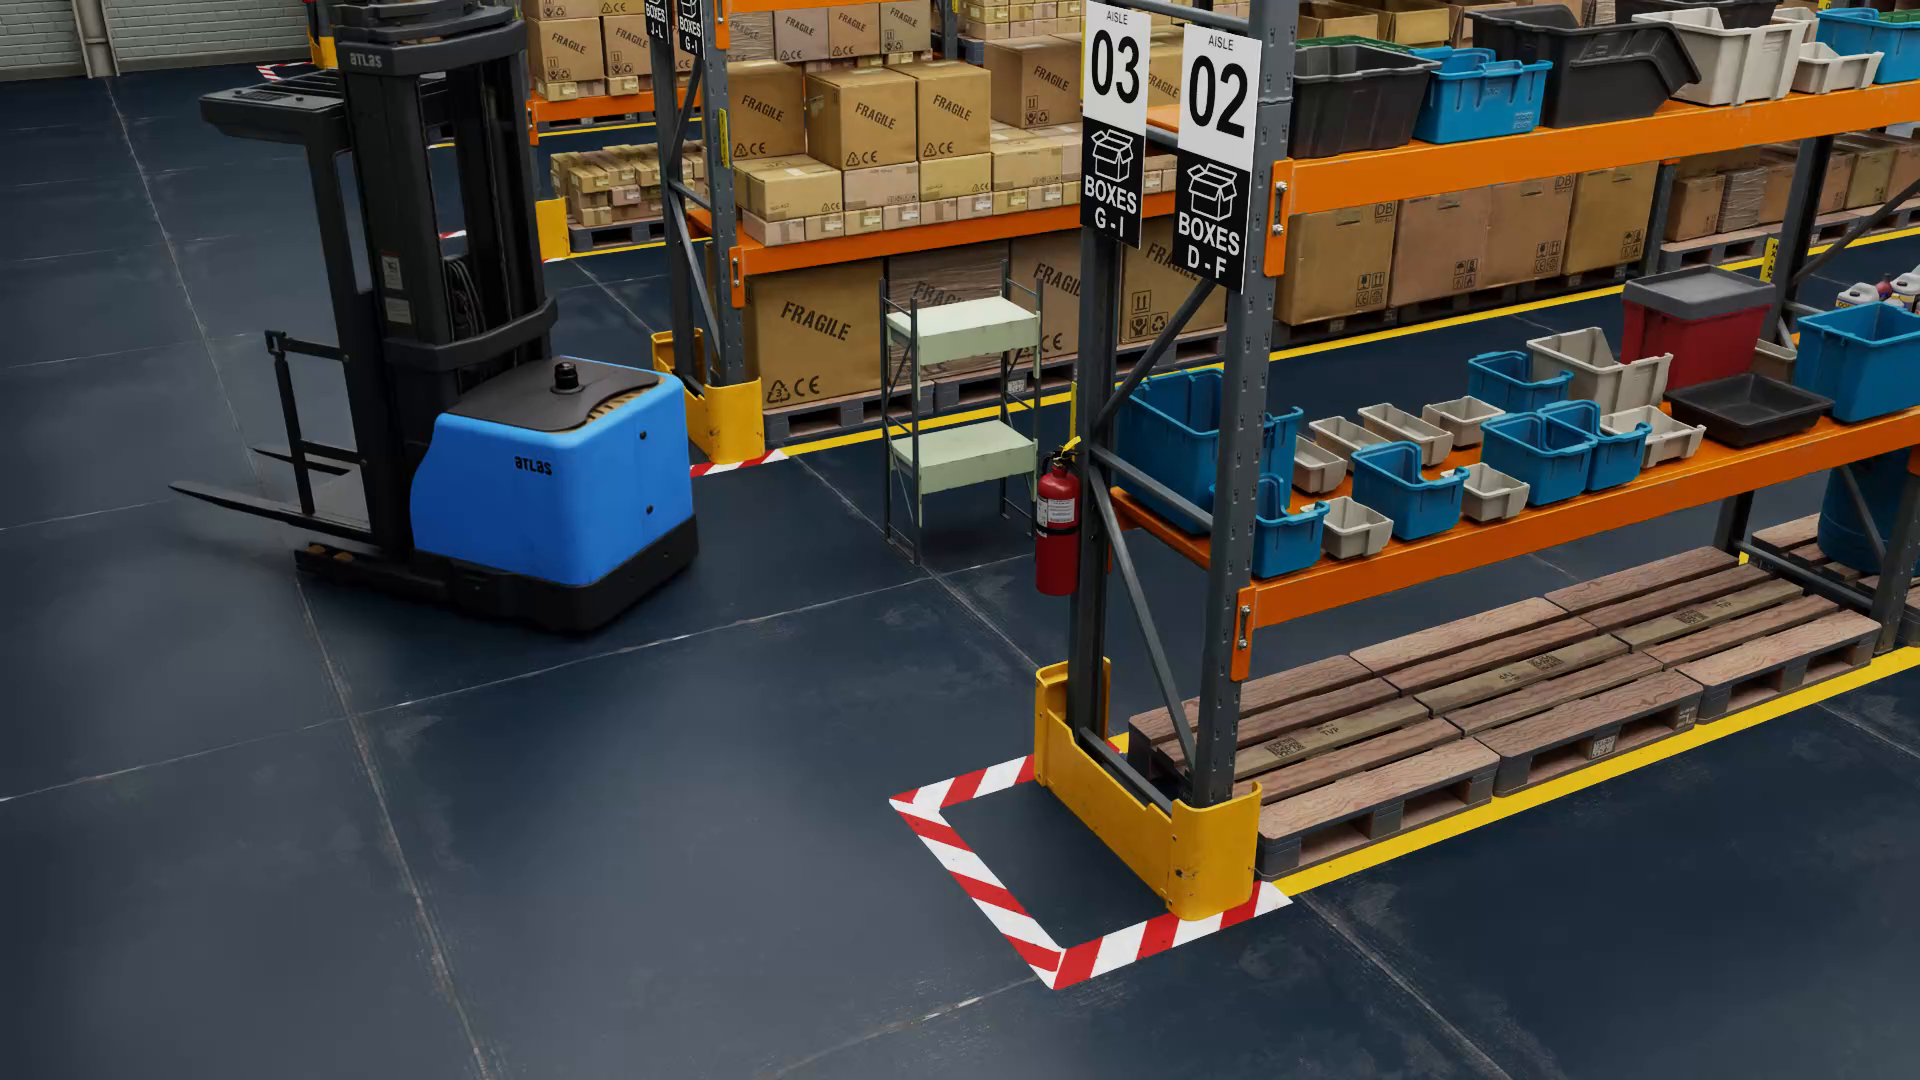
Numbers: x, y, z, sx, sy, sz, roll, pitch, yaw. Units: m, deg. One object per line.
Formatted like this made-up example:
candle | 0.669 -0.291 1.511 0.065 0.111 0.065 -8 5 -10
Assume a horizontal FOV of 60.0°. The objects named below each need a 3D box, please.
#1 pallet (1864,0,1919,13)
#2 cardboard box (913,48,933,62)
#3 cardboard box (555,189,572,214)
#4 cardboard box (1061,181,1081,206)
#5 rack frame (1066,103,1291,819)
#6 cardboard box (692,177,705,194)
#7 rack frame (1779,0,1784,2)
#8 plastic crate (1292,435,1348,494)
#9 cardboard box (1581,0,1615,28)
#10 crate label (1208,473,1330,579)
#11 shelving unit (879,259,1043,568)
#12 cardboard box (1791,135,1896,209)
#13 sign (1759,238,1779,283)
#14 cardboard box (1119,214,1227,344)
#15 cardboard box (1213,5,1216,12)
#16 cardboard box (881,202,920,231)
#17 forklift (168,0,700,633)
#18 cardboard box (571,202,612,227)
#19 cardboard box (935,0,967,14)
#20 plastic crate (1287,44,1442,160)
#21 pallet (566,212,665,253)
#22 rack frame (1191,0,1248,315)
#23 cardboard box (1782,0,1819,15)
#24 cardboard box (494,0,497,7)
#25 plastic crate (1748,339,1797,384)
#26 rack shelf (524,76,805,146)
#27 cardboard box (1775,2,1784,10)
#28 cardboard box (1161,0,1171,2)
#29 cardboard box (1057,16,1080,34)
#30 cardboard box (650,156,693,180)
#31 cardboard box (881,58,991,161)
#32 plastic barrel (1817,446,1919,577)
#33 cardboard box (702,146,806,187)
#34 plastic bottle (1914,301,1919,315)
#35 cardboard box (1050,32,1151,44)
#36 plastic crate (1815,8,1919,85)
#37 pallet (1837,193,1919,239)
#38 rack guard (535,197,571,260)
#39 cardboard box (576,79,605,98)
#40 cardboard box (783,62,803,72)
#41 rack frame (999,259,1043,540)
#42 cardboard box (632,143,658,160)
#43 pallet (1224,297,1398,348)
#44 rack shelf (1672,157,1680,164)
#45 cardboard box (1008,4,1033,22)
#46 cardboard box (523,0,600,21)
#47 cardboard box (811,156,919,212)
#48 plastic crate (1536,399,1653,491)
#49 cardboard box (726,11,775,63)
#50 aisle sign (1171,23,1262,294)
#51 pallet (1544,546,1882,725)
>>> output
pallet | 4.910 -2.453 7.645 1.003 0.211 1.213 -13 29 -25
cardboard box | -0.453 -4.534 15.518 0.250 0.149 0.380 -13 29 -26
cardboard box | -3.474 -3.071 14.990 0.250 0.149 0.380 -12 28 -24
cardboard box | 0.685 -2.318 10.902 0.250 0.149 0.380 -13 29 -26
rack frame | 0.735 -0.174 6.146 0.127 3.000 1.000 -13 29 -25
cardboard box | -2.348 -3.246 15.010 0.250 0.149 0.380 -14 29 -28
rack frame | 10.277 -7.239 20.862 0.127 3.000 1.000 -13 29 -25
plastic crate | 1.369 -0.317 6.680 0.243 0.136 0.396 -13 29 -25
cardboard box | 4.810 -4.049 12.944 0.637 0.503 0.797 -12 28 -23
crate label | 1.108 -0.050 6.012 0.303 0.233 0.416 -13 29 -25
shelving unit | 0.006 -0.677 8.928 0.755 1.500 0.431 -13 29 -25
cardboard box | 8.011 -3.374 15.192 0.500 0.500 0.700 -13 29 -25
sign | 4.007 -1.324 8.222 0.005 0.325 0.100 -13 29 -25
cardboard box | 1.314 -2.008 11.936 0.875 0.875 0.875 -13 29 -25
cardboard box | 2.331 -5.258 16.540 0.250 0.149 0.380 -13 29 -26
cardboard box | -0.446 -2.057 10.359 0.250 0.149 0.380 -13 29 -26
forklift | -2.959 -1.281 8.532 3.031 2.935 1.130 12 28 23
cardboard box | -3.228 -2.869 14.568 0.250 0.149 0.380 -12 28 -24
cardboard box | -0.053 -5.162 15.996 0.250 0.149 0.380 -12 28 -24
plastic crate | 1.206 -1.439 5.467 0.590 0.269 0.497 -13 29 -25
pallet | -3.040 -2.891 15.027 1.213 0.211 1.003 -13 29 -25
rack frame | 1.934 -2.880 11.783 0.127 3.000 1.000 -13 29 -25
cardboard box | 7.507 -4.357 14.254 0.637 0.503 0.797 -10 27 -20
cardboard box | -5.267 -5.997 18.159 0.500 0.500 0.500 -13 29 -26
plastic crate | 3.787 -0.856 7.804 0.243 0.136 0.396 -13 29 -25
rack shelf | -2.076 -4.063 15.078 4.000 0.370 1.077 -13 29 -25
cardboard box | 9.710 -6.307 20.890 0.875 0.875 0.875 -13 28 -25
cardboard box | 1.860 -5.282 16.246 0.250 0.149 0.380 -12 28 -24
cardboard box | 0.939 -4.934 15.867 0.250 0.149 0.380 -13 28 -25
cardboard box | -2.569 -3.316 14.812 0.250 0.149 0.380 -15 29 -28
cardboard box | -0.150 -2.674 10.317 0.500 0.500 0.500 -14 29 -26
plastic barrel | 4.752 -0.336 8.424 0.708 0.901 0.600 -13 29 -25
cardboard box | -1.293 -2.332 10.471 0.500 0.250 0.500 -13 29 -26
plastic bottle | 4.858 -1.133 8.374 0.097 0.201 0.097 0 26 0
cardboard box | 0.953 -3.187 11.386 0.500 0.500 0.500 -13 29 -25
plastic crate | 3.611 -1.958 6.590 0.300 0.233 0.416 -13 29 -25
pallet | 8.306 -3.093 15.449 1.213 0.211 1.003 -13 29 -25
rack guard | -3.773 -2.869 14.648 0.348 0.500 1.175 -13 29 -25
cardboard box | -3.195 -3.875 14.146 0.250 0.149 0.380 -12 28 -23
cardboard box | -1.607 -4.267 14.962 0.250 0.149 0.380 -13 29 -26
rack frame | 0.329 -0.752 9.083 0.023 1.500 0.400 -13 29 -25
cardboard box | -2.817 -3.516 15.229 0.250 0.149 0.380 -14 29 -27
pallet | 2.579 -1.809 12.774 1.213 0.211 1.003 -13 29 -25
rack shelf | 7.228 -3.778 14.484 4.000 0.370 1.077 -13 29 -25
cardboard box | 0.481 -4.963 15.583 0.250 0.149 0.380 -14 29 -26
cardboard box | -3.319 -4.600 13.751 0.500 0.500 0.500 -13 29 -25
cardboard box | -0.590 -2.235 10.269 0.500 0.250 0.500 -13 29 -26
plastic crate | 2.534 -0.379 6.698 0.300 0.233 0.416 -13 29 -25
cardboard box | -1.969 -4.465 14.625 0.500 0.500 0.500 -14 29 -26
aisle sign | 0.811 -1.218 5.317 0.004 0.787 0.394 -13 29 -25
pallet | 3.634 0.433 8.104 1.213 0.211 1.003 -13 29 -25
